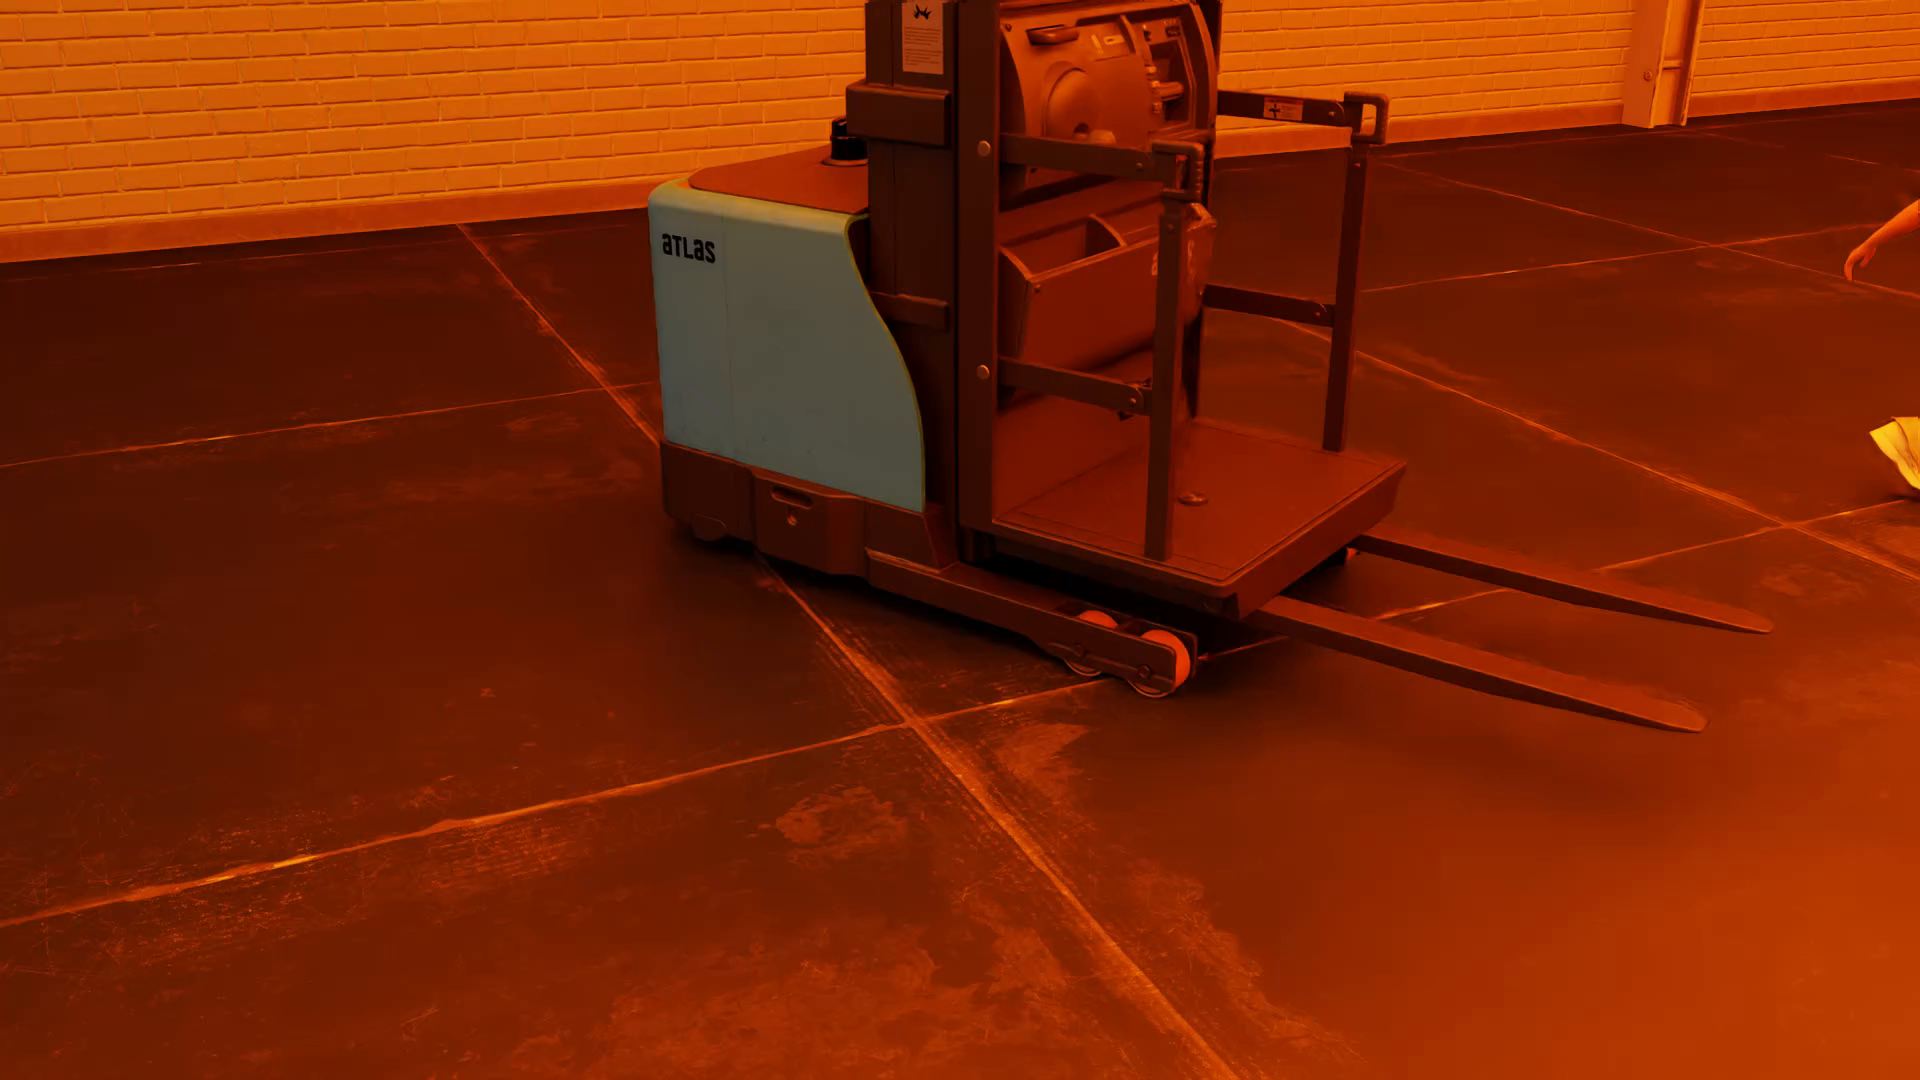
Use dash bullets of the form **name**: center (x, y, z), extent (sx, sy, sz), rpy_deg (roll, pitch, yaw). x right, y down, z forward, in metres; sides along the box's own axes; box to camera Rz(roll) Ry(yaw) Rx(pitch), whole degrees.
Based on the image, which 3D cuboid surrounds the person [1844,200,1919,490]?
- **person**: center (3.410, -0.851, 5.359), extent (0.966, 1.404, 0.749), rpy_deg (-8, 24, -19)

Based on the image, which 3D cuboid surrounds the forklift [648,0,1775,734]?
- **forklift**: center (0.568, -1.190, 4.150), extent (3.031, 2.935, 1.130), rpy_deg (16, 27, 34)
